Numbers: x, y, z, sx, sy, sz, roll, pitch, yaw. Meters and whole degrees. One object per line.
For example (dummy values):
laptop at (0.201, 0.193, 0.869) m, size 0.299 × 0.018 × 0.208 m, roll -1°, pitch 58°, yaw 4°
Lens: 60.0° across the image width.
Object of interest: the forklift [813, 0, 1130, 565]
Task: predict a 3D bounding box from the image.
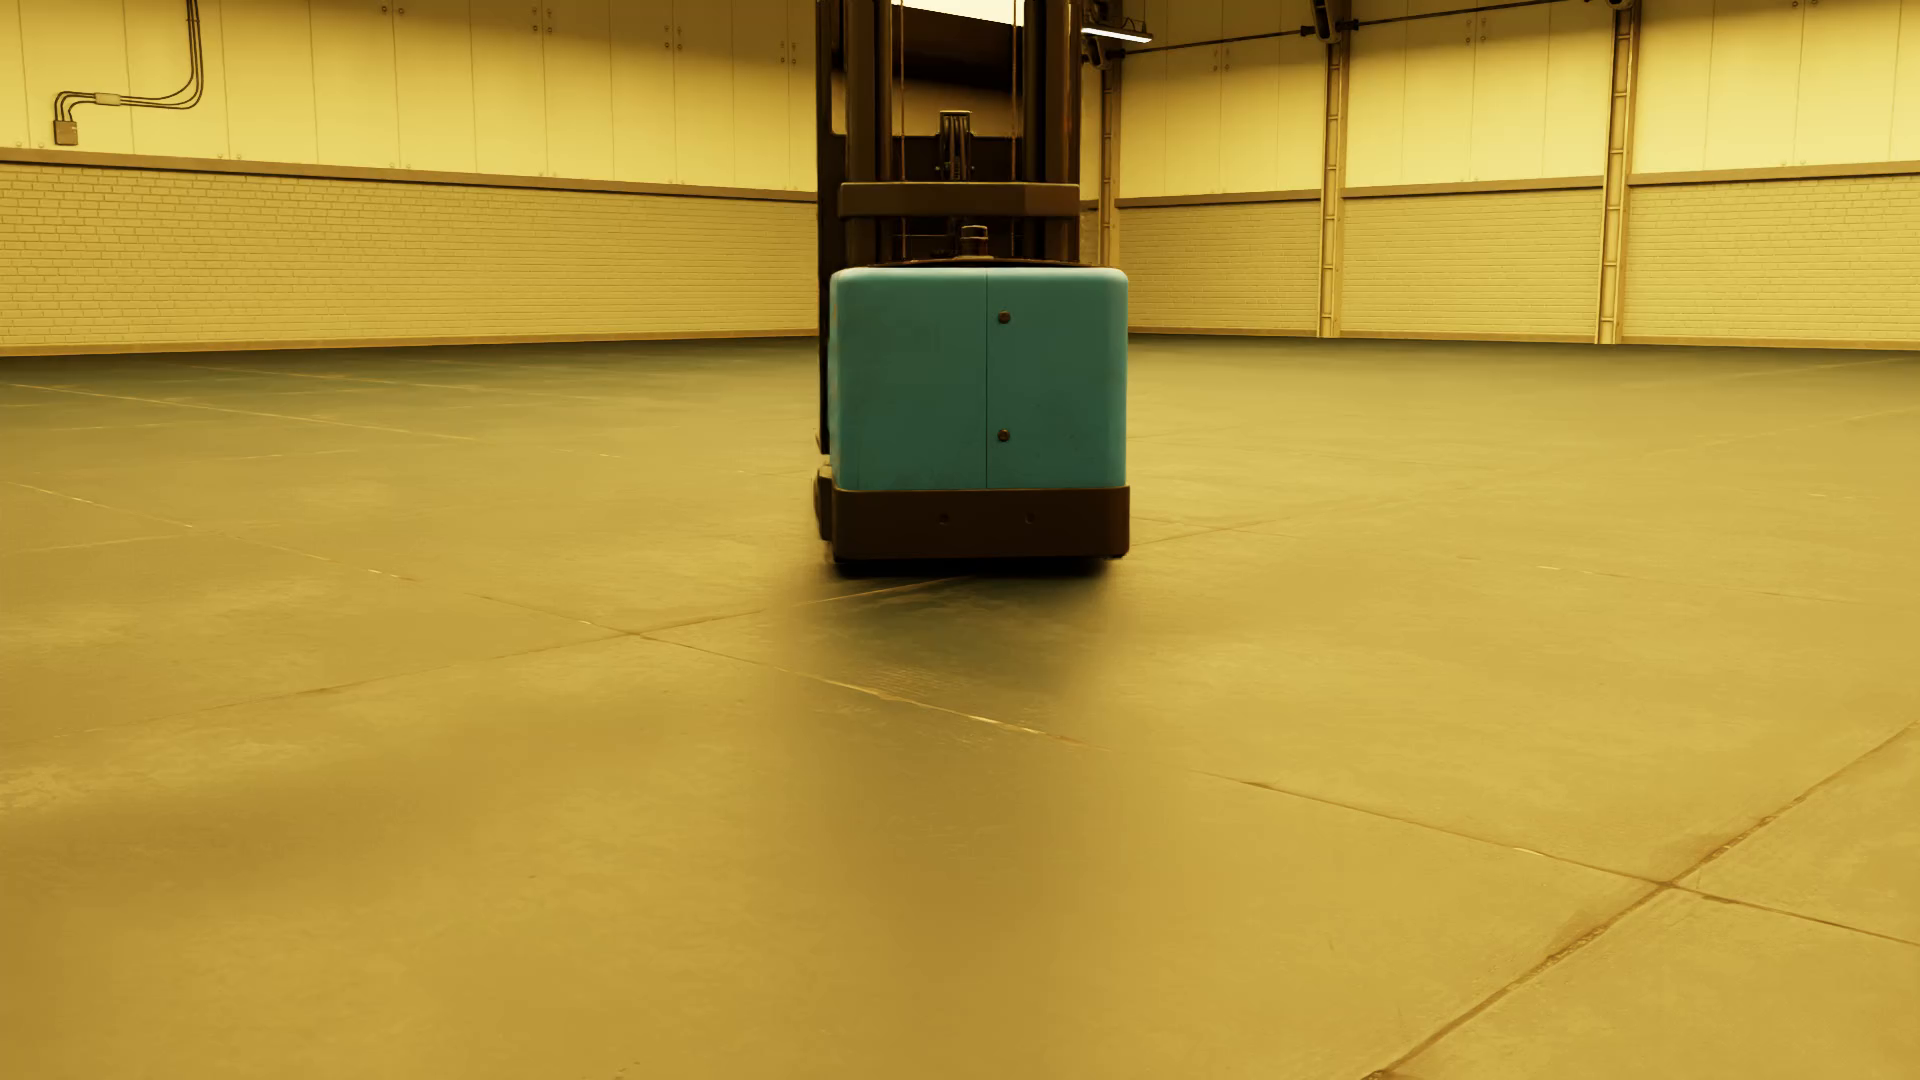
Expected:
forklift at (-0.076, -1.540, 7.100) m, size 1.130 × 2.935 × 3.031 m, roll -1°, pitch 9°, yaw -6°
